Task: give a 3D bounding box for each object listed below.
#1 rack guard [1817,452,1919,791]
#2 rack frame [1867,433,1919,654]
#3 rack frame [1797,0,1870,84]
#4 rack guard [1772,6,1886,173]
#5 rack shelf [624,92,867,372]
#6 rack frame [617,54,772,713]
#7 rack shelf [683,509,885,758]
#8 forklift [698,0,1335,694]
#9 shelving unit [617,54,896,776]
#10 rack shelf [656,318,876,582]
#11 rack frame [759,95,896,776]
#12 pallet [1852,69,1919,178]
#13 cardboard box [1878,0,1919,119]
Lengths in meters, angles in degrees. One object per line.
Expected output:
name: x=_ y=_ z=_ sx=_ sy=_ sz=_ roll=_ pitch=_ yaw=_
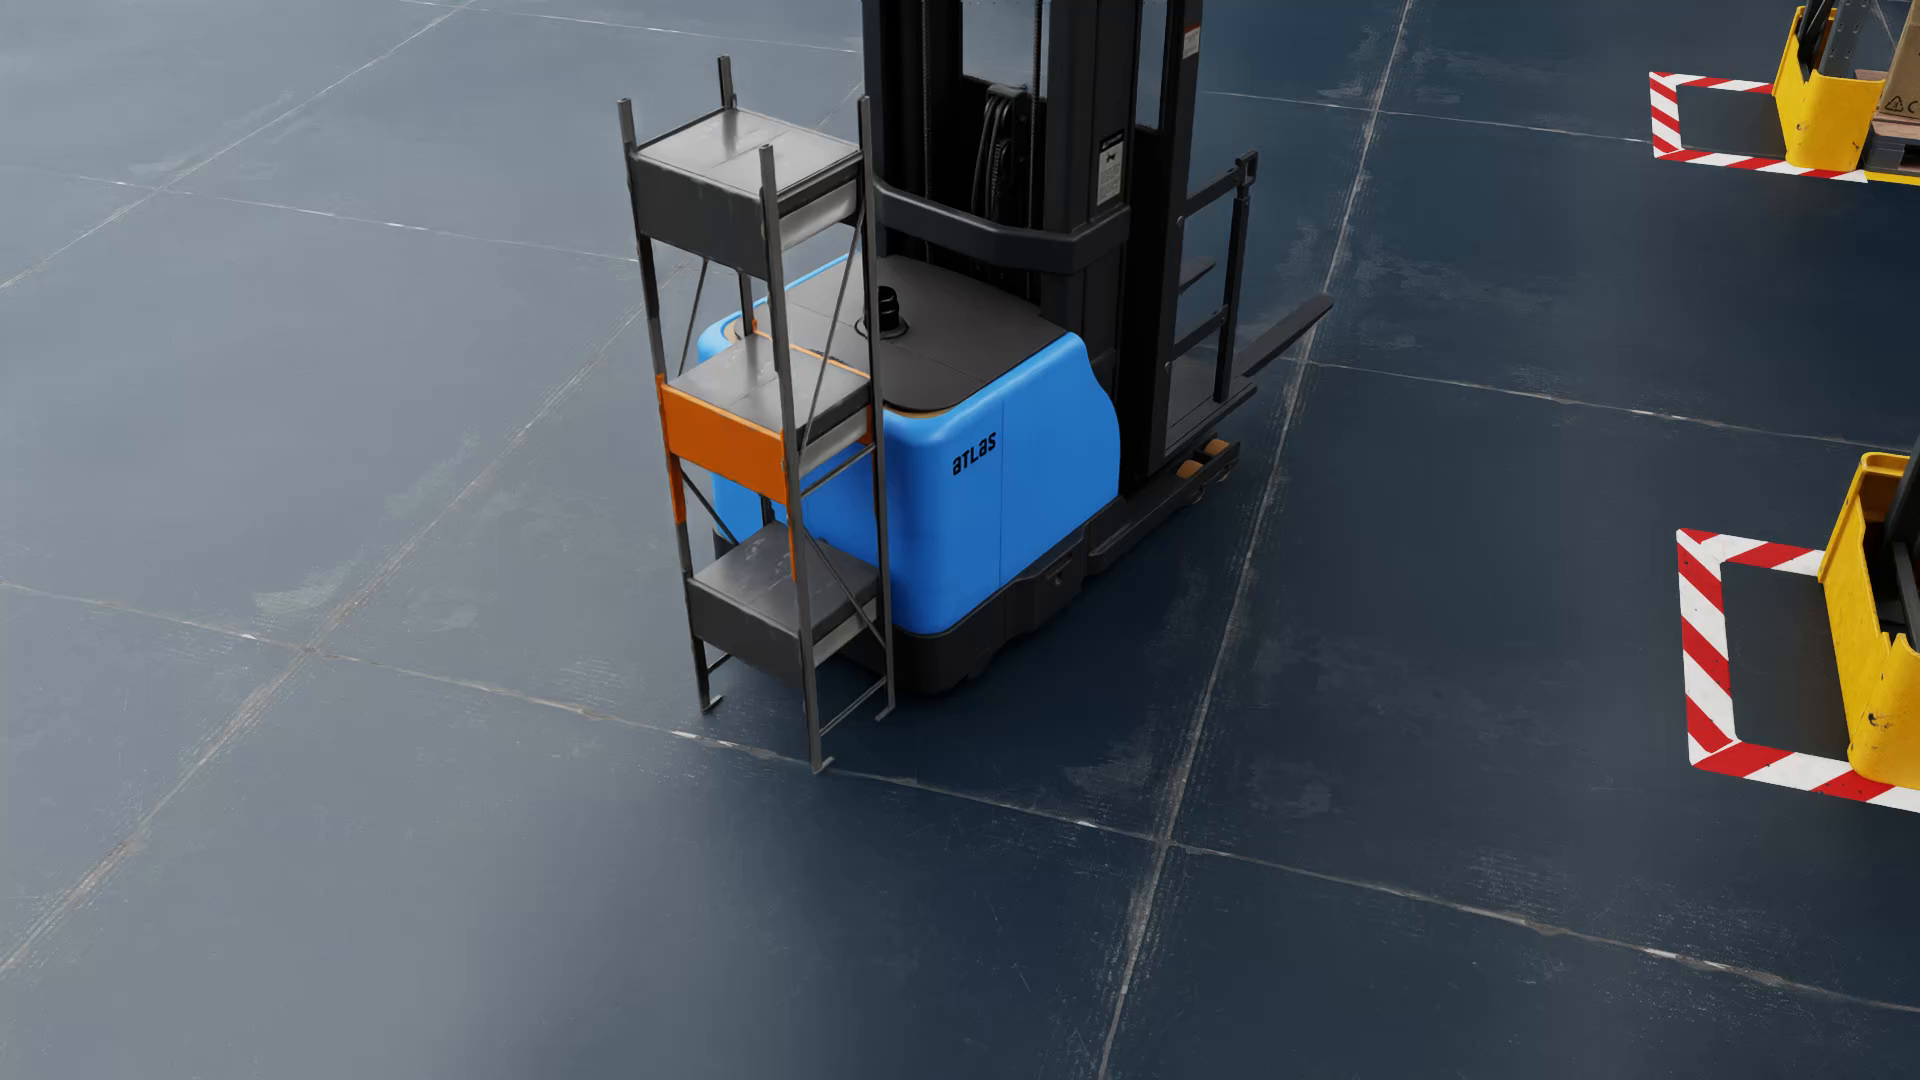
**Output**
rack guard: x=3.148 y=0.245 z=5.496 sx=0.348 sy=0.500 sz=1.175 roll=10 pitch=38 yaw=14
rack frame: x=3.170 y=-0.758 z=4.749 sx=0.127 sy=3.000 sz=1.000 roll=10 pitch=38 yaw=14
rack frame: x=4.746 y=-3.546 z=8.538 sx=0.127 sy=3.000 sz=1.000 roll=10 pitch=38 yaw=14
rack guard: x=4.818 y=-2.526 z=9.260 sx=0.348 sy=0.500 sz=1.175 roll=10 pitch=38 yaw=14
rack shelf: x=-0.548 y=-0.830 z=4.444 sx=0.480 sy=0.518 sz=0.431 roll=24 pitch=43 yaw=29
rack frame: x=-0.737 y=-0.369 z=4.975 sx=0.015 sy=2.100 sz=0.400 roll=24 pitch=43 yaw=29
rack shelf: x=-0.537 y=0.289 z=5.284 sx=0.480 sy=0.518 sz=0.431 roll=24 pitch=43 yaw=29
forklift: x=0.448 y=-1.487 z=5.798 sx=1.130 sy=2.935 sz=3.031 roll=25 pitch=43 yaw=30
shelving unit: x=-0.542 y=-0.281 z=4.856 sx=0.503 sy=2.100 sz=0.431 roll=24 pitch=43 yaw=29
rack shelf: x=-0.542 y=-0.271 z=4.864 sx=0.480 sy=0.518 sz=0.431 roll=24 pitch=43 yaw=29
rack frame: x=-0.348 y=-0.194 z=4.737 sx=0.015 sy=2.100 sz=0.400 roll=24 pitch=43 yaw=29
pallet: x=5.583 y=-2.246 z=9.124 sx=1.213 sy=0.211 sz=1.003 roll=10 pitch=38 yaw=14
cardboard box: x=5.337 y=-2.589 z=8.991 sx=0.500 sy=0.500 sz=0.500 roll=18 pitch=40 yaw=22
